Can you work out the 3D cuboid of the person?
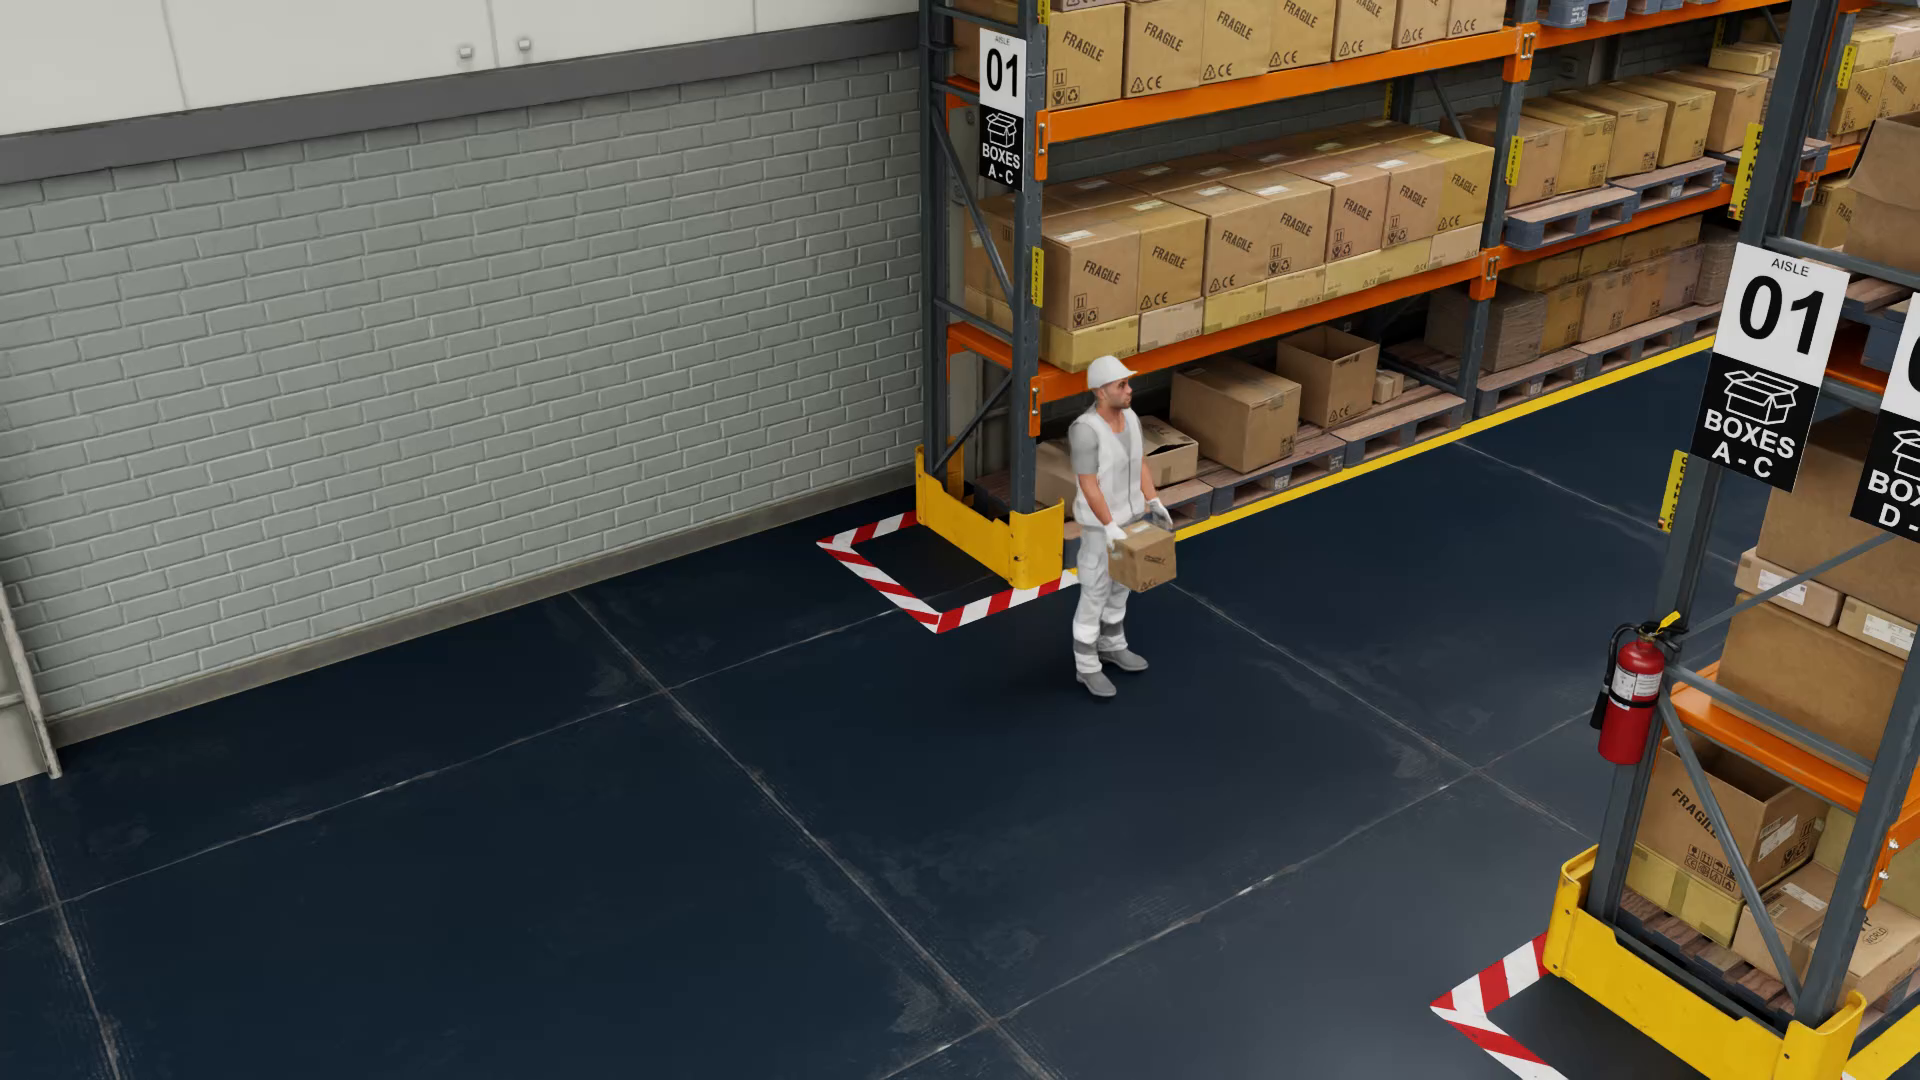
[{"bbox_3d":[0.817,-0.084,8.735,0.480,1.794,0.561,22,35,35],"label":"person"}]
